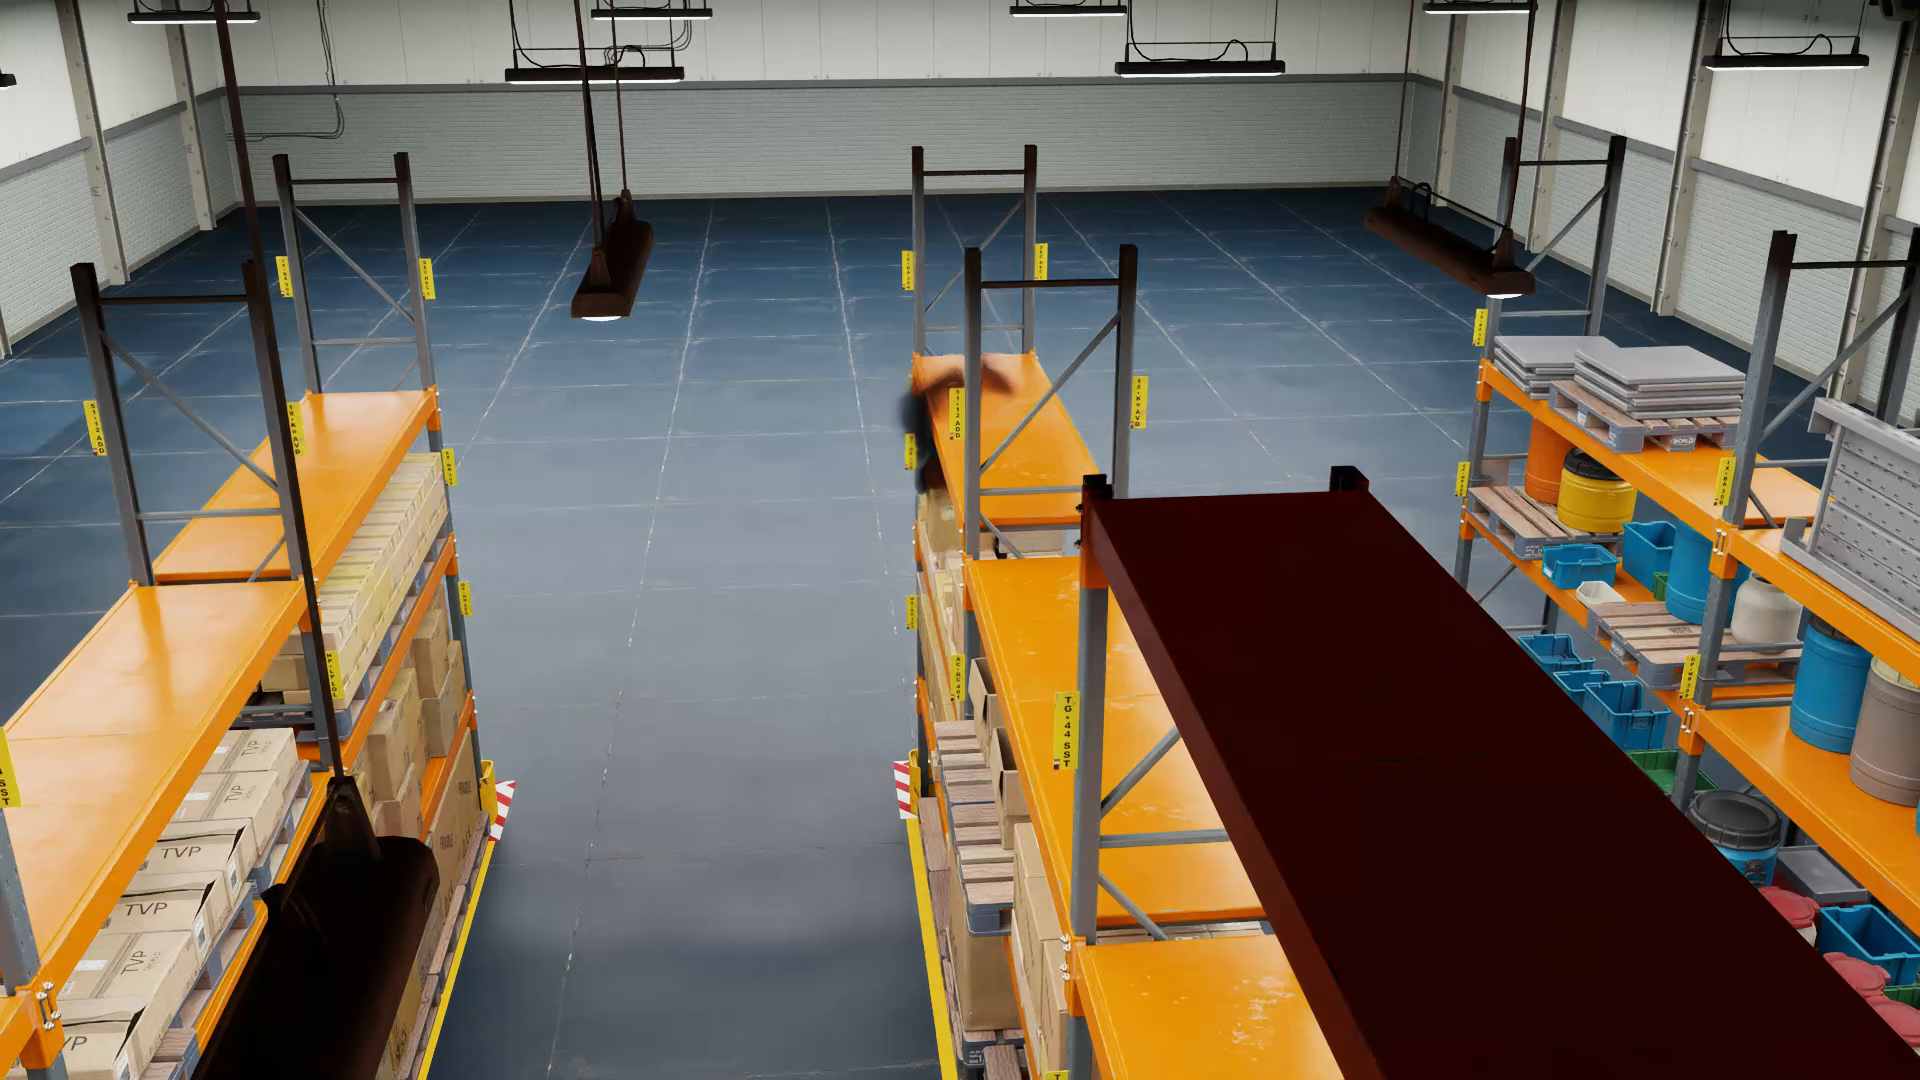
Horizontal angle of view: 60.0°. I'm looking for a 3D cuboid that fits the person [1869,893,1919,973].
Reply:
[{"bbox_3d":[7.370,2.603,12.853,0.565,1.631,0.778,-7,23,-18],"label":"person"}]
